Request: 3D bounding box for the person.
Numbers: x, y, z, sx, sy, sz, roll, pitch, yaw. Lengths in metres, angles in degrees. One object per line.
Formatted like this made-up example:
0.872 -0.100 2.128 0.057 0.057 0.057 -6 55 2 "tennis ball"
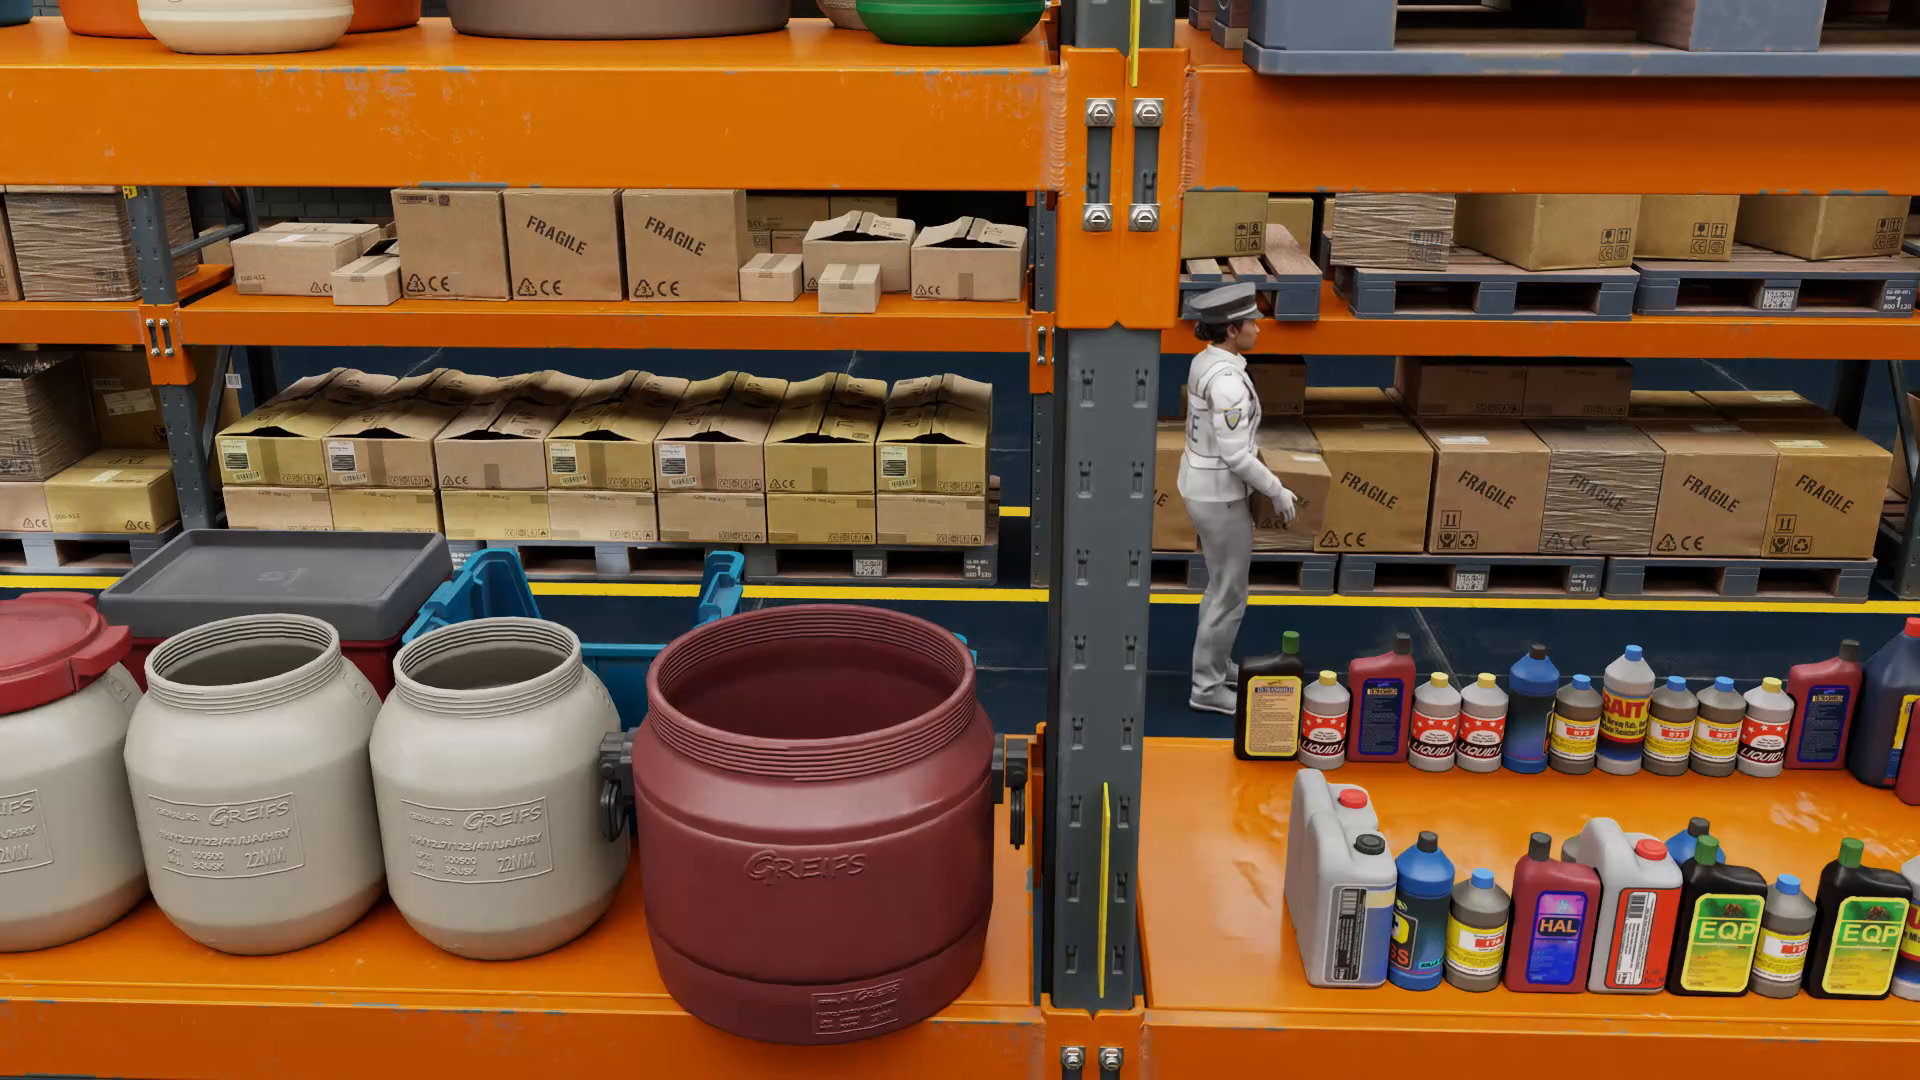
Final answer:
1.069 -0.168 6.482 0.439 1.687 0.497 0 21 1 "person"
